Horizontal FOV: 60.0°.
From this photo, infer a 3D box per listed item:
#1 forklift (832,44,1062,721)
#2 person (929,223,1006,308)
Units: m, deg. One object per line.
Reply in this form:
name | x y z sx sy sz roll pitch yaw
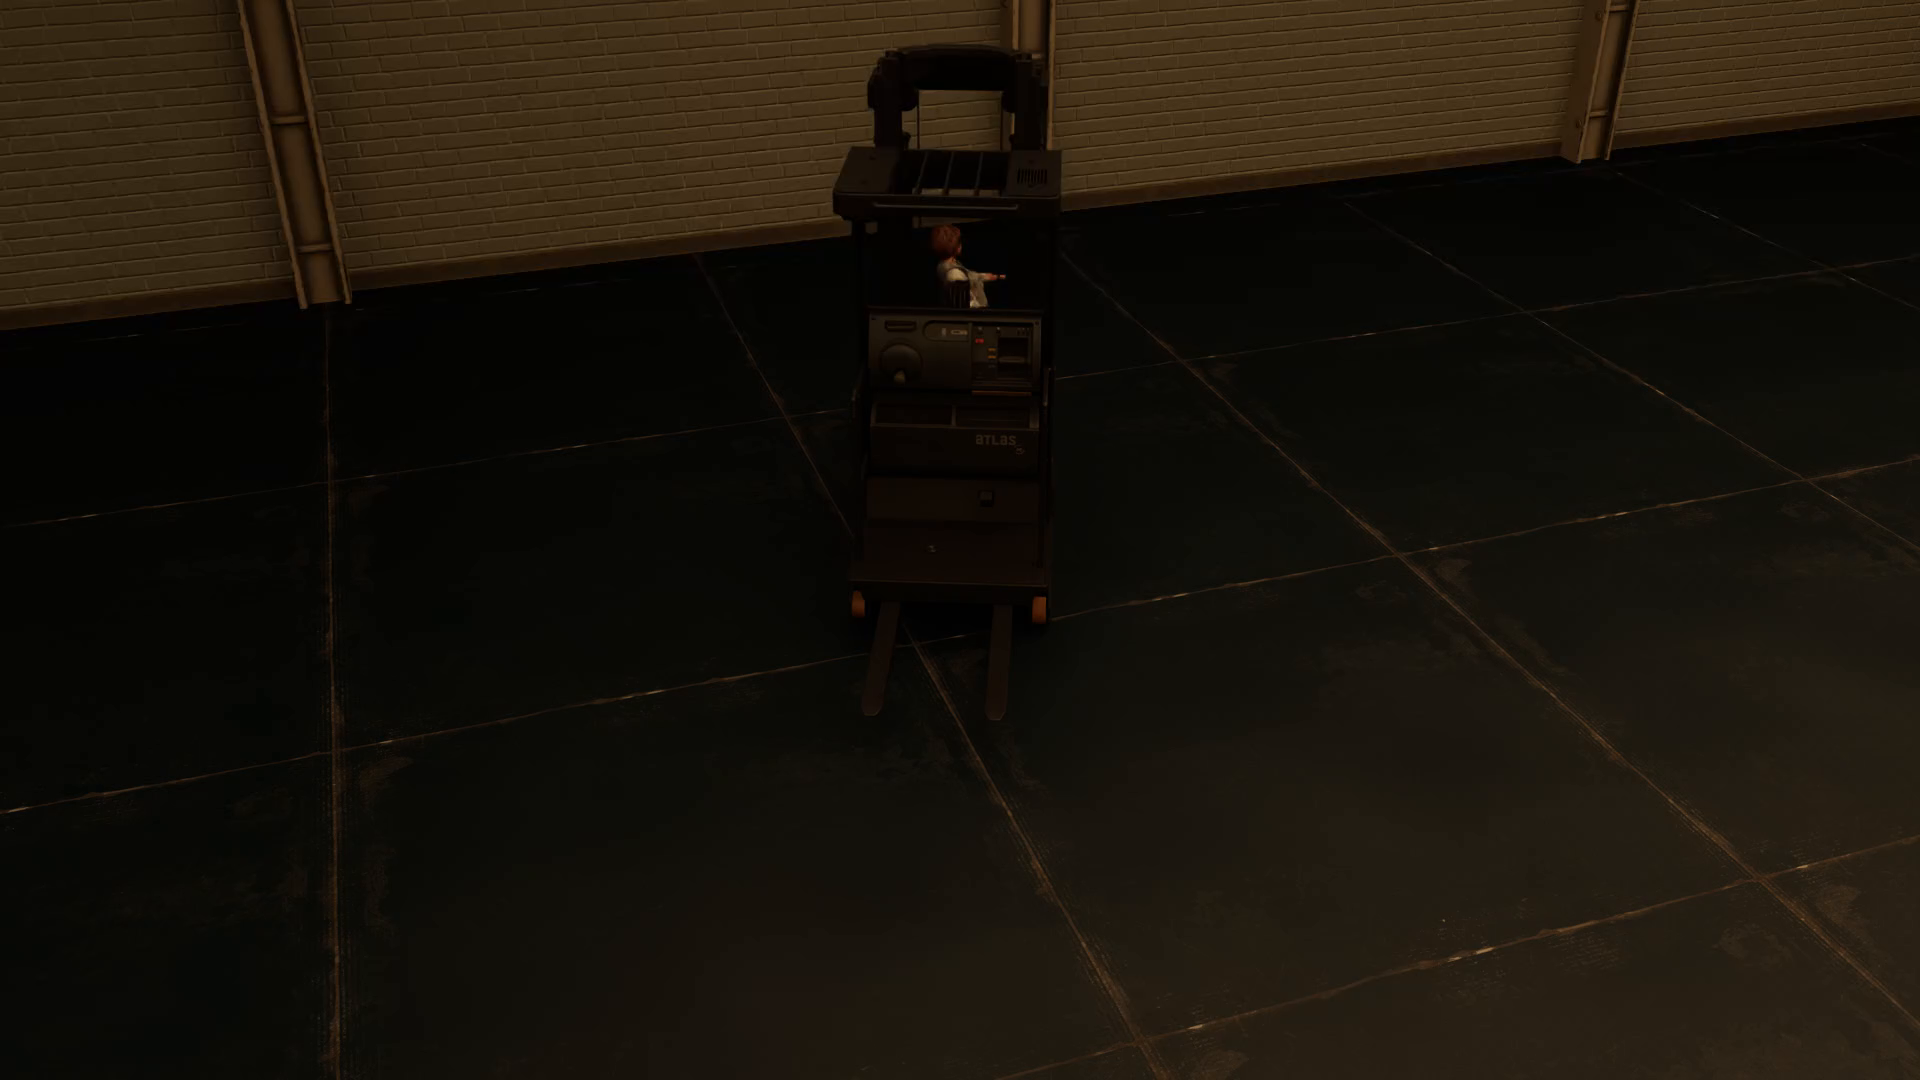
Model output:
forklift | -0.039 -0.967 8.767 1.130 2.935 3.031 2 30 3
person | 0.186 -1.287 10.858 0.691 1.543 0.817 -10 31 -17
